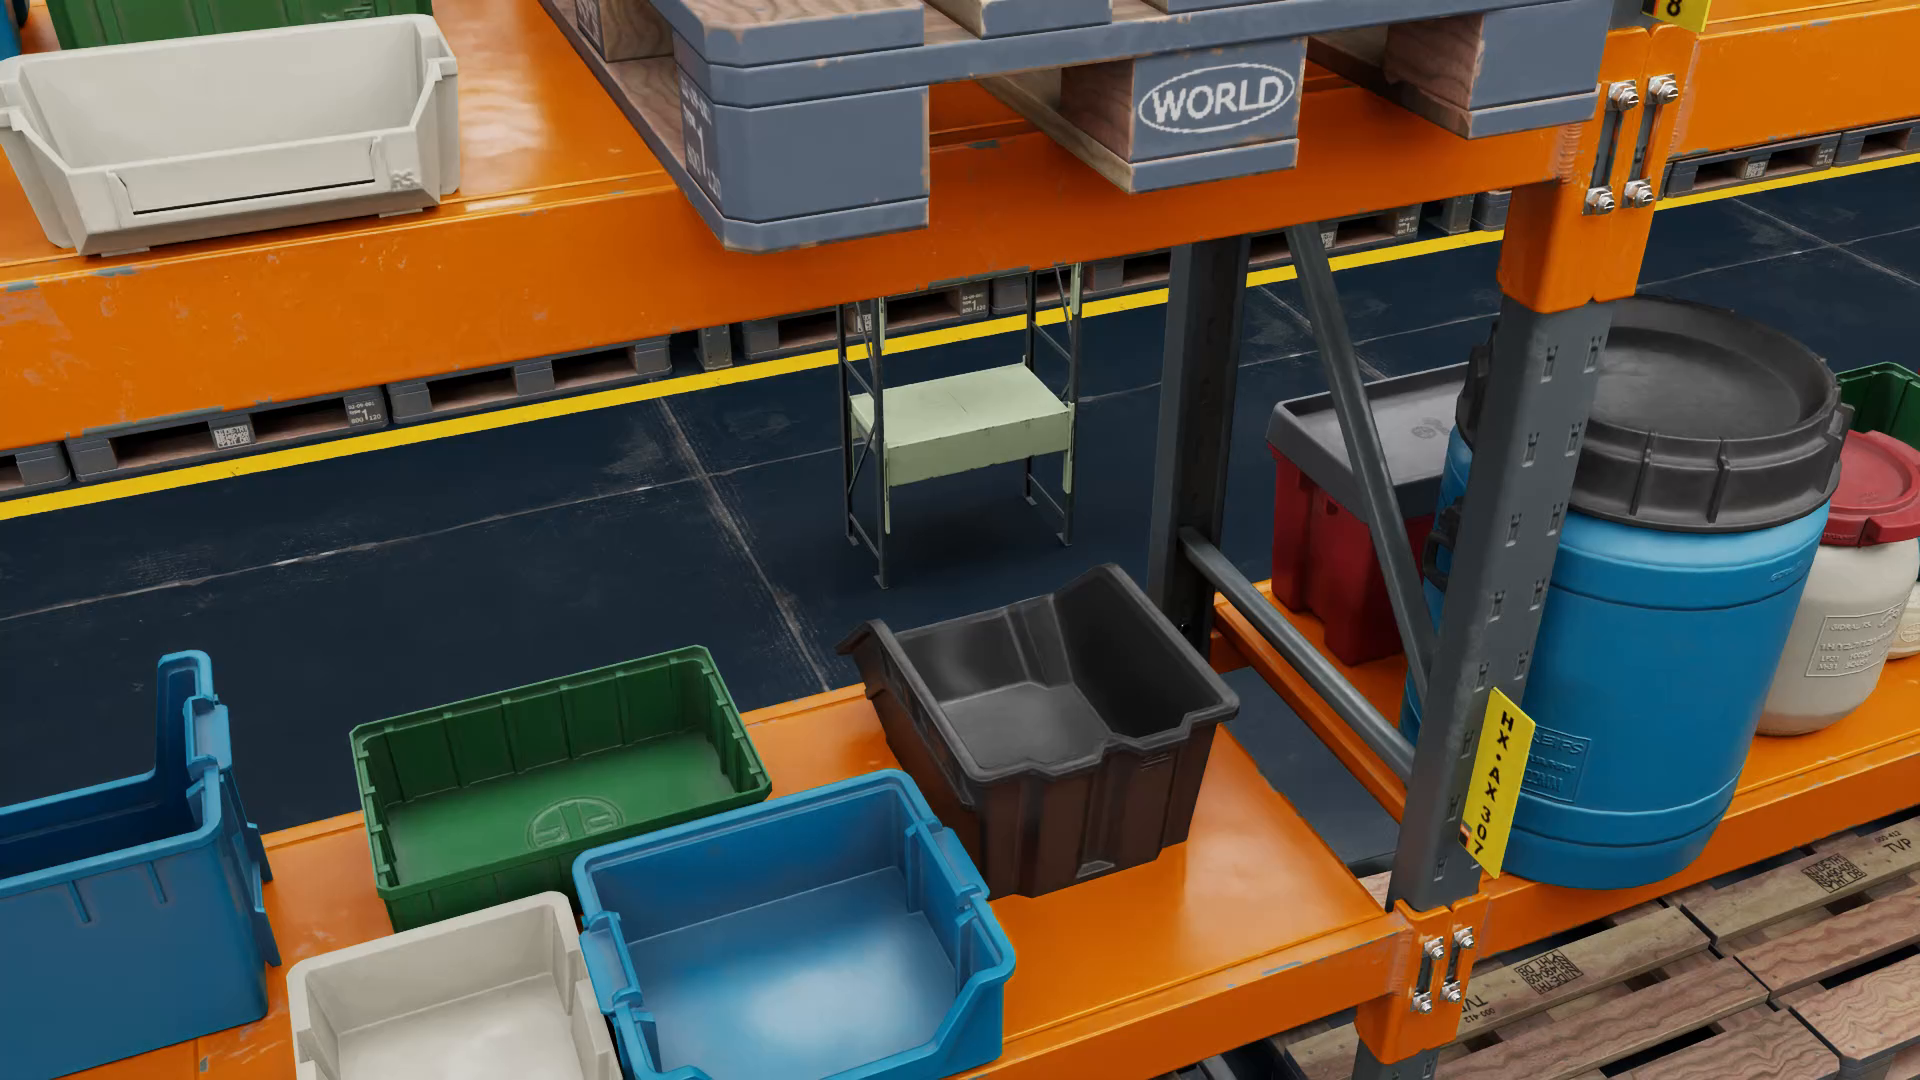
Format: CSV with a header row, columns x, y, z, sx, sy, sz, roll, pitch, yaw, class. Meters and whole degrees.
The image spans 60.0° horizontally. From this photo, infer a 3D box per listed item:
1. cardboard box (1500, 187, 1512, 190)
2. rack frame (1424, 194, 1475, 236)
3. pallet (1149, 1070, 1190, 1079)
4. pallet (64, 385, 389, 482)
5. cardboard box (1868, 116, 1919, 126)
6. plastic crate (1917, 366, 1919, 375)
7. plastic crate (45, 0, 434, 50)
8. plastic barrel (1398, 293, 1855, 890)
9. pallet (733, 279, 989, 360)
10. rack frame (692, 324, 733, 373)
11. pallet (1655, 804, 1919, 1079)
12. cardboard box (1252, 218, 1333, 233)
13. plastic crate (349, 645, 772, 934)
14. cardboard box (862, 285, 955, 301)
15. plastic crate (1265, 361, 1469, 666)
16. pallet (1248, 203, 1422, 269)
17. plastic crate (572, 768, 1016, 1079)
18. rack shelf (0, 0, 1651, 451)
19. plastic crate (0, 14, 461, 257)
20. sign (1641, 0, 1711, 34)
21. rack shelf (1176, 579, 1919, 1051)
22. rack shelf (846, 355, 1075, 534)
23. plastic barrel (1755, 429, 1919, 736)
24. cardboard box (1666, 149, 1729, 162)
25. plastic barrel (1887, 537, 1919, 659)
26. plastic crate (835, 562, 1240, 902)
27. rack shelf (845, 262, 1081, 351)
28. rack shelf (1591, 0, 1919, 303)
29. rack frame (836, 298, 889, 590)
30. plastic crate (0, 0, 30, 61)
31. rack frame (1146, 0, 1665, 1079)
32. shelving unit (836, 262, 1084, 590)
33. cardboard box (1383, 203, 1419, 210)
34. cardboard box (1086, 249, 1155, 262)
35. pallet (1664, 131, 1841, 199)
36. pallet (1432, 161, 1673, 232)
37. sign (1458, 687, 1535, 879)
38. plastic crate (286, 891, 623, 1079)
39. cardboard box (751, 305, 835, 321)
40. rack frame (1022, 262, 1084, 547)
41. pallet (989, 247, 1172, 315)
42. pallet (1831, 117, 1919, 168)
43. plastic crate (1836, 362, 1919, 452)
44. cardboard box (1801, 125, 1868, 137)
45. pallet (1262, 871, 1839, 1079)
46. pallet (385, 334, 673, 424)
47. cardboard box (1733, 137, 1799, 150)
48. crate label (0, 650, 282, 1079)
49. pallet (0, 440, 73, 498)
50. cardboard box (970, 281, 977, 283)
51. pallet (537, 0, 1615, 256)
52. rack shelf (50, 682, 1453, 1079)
x,y,z,sx,sy,sz,roll,pitch,yaw,class
2.953,-2.198,8.767,0.500,0.500,0.500,-11,35,-17,cardboard box
2.423,-3.109,8.278,0.127,3.000,1.000,-13,35,-19,rack frame
0.013,1.516,3.726,1.213,0.211,1.003,-13,35,-19,pallet
-3.142,-0.690,7.116,1.213,0.211,1.003,-13,35,-19,pallet
5.308,-2.742,9.602,0.500,0.500,0.500,-13,35,-19,cardboard box
2.728,-0.457,4.144,0.583,0.464,0.402,-13,35,-19,plastic crate
-0.912,-0.745,2.089,0.450,0.188,0.336,-13,35,-19,plastic crate
1.122,0.087,2.906,0.708,0.901,0.600,-13,35,-19,plastic barrel
-0.601,-1.271,8.010,1.213,0.211,1.003,-13,35,-19,pallet
-1.265,-2.265,6.980,0.127,3.000,1.000,-13,35,-19,rack frame
2.484,0.951,4.595,1.213,0.211,1.003,-13,35,-19,pallet
1.558,-1.788,8.384,0.500,0.250,0.500,-13,35,-19,cardboard box
-0.712,0.460,2.987,0.662,0.188,0.450,-13,35,-19,plastic crate
-0.326,-1.356,7.720,0.500,0.250,0.500,-12,35,-18,cardboard box
0.977,-0.056,3.527,0.583,0.464,0.402,-13,35,-19,plastic crate
1.649,-1.786,8.802,1.213,0.211,1.003,-13,35,-19,pallet
-0.267,0.659,2.623,0.616,0.251,0.499,-13,35,-19,plastic crate
-1.195,-0.307,1.880,4.000,0.370,1.077,-13,35,-19,rack shelf
-0.675,-0.378,1.572,0.396,0.136,0.243,-13,35,-19,plastic crate
0.851,-0.755,1.902,0.005,0.325,0.100,-13,35,-19,sign
2.493,0.106,3.996,4.000,0.370,1.077,-13,35,-19,rack shelf
-0.006,-0.354,6.017,0.720,0.370,0.431,-13,35,-19,rack shelf
1.616,0.078,3.255,0.433,0.535,0.433,0,33,0,plastic barrel
3.898,-2.415,9.100,0.500,0.500,0.500,-13,35,-20,cardboard box
1.928,0.082,3.500,0.301,0.262,0.301,0,33,0,plastic barrel
0.117,0.299,3.096,0.504,0.338,0.767,-13,35,-19,plastic crate
-0.006,-0.954,5.626,0.720,0.370,0.431,-13,35,-19,rack shelf
2.493,-1.151,3.178,4.000,0.370,1.077,-13,35,-19,rack shelf
-0.344,-0.550,5.720,0.023,1.500,0.400,-13,35,-19,rack frame
-1.398,-0.733,1.891,0.575,0.384,0.392,-13,35,-19,plastic crate
0.649,0.227,3.151,0.127,3.000,1.000,-13,35,-19,rack frame
-0.006,-0.627,5.839,0.755,1.500,0.431,-13,35,-19,shelving unit
2.032,-1.899,8.554,0.500,0.250,0.500,-12,35,-18,cardboard box
0.620,-1.574,8.055,0.500,0.250,0.500,-12,35,-18,cardboard box
4.249,-2.335,9.645,1.213,0.211,1.003,-13,35,-19,pallet
3.126,-2.079,9.252,1.213,0.211,1.003,-13,35,-19,pallet
0.851,0.390,2.647,0.005,0.325,0.100,-13,35,-19,sign
-0.750,0.808,2.500,0.437,0.136,0.530,-13,35,-19,plastic crate
-0.798,-1.249,7.555,0.500,0.250,0.500,-14,35,-20,cardboard box
0.331,-0.704,5.958,0.023,1.500,0.400,-13,35,-19,rack frame
0.525,-1.531,8.409,1.213,0.211,1.003,-13,35,-19,pallet
5.375,-2.594,10.044,1.213,0.211,1.003,-13,35,-19,pallet
2.145,-0.194,3.992,0.662,0.188,0.450,-13,35,-19,plastic crate
4.845,-2.636,9.440,0.500,0.500,0.500,-12,35,-18,cardboard box
1.358,1.210,4.196,1.213,0.211,1.003,-13,35,-19,pallet
-2.015,-0.949,7.515,1.213,0.211,1.003,-13,35,-19,pallet
4.377,-2.528,9.273,0.500,0.500,0.500,-14,36,-21,cardboard box
-1.447,0.532,2.650,0.616,0.435,0.502,-13,35,-19,crate label
-4.265,-0.434,6.723,1.213,0.211,1.003,-13,35,-19,pallet
0.151,-1.467,7.890,0.500,0.250,0.500,-14,36,-20,cardboard box
0.021,-0.750,2.075,1.003,0.211,1.213,-13,35,-19,pallet
-1.195,0.951,2.698,4.000,0.370,1.077,-13,35,-19,rack shelf
